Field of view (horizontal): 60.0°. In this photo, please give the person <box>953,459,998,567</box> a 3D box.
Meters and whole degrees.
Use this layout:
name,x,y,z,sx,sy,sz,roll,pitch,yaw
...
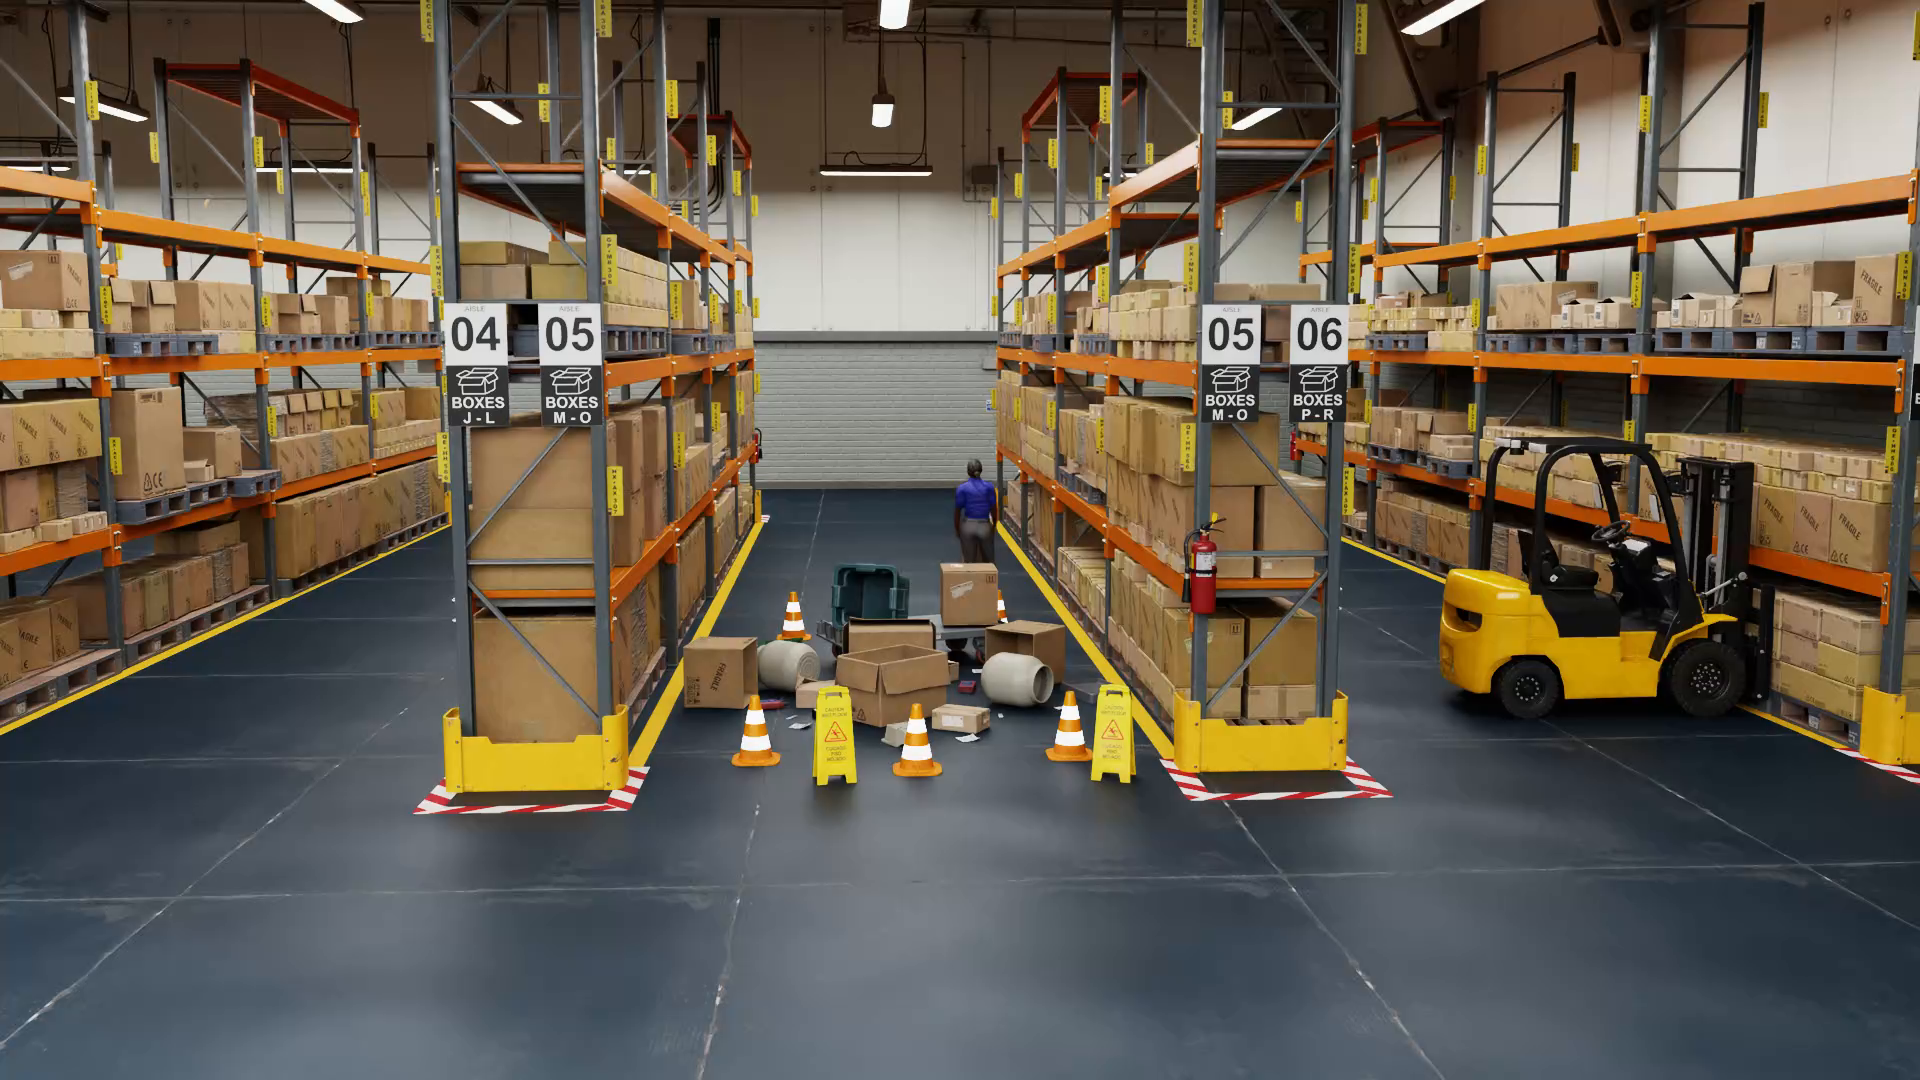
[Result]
name,x,y,z,sx,sy,sz,roll,pitch,yaw
person,0.195,-0.087,18.430,0.547,1.654,0.502,0,7,-4
